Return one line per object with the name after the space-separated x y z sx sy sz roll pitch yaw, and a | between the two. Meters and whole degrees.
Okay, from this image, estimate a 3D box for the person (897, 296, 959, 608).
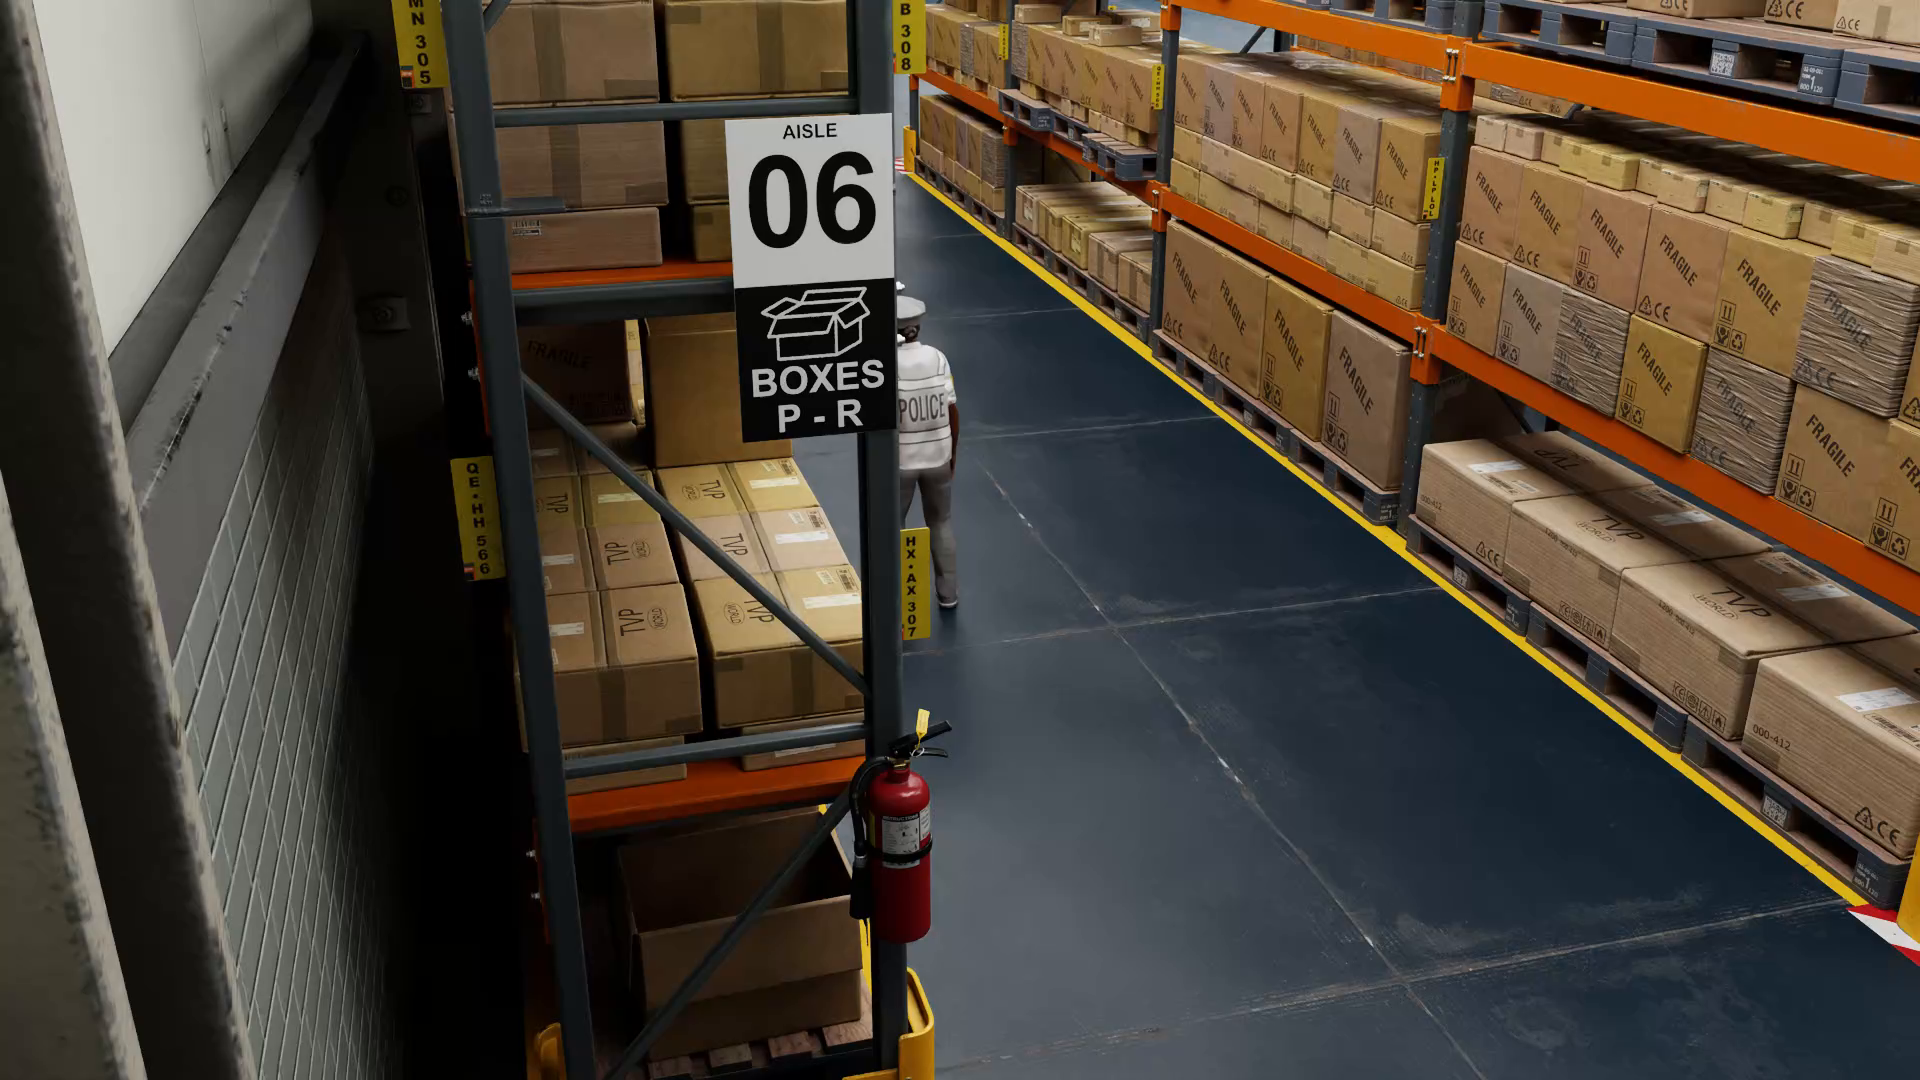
-0.232 -0.411 8.562 0.524 1.658 0.395 -9 25 -20 | person
